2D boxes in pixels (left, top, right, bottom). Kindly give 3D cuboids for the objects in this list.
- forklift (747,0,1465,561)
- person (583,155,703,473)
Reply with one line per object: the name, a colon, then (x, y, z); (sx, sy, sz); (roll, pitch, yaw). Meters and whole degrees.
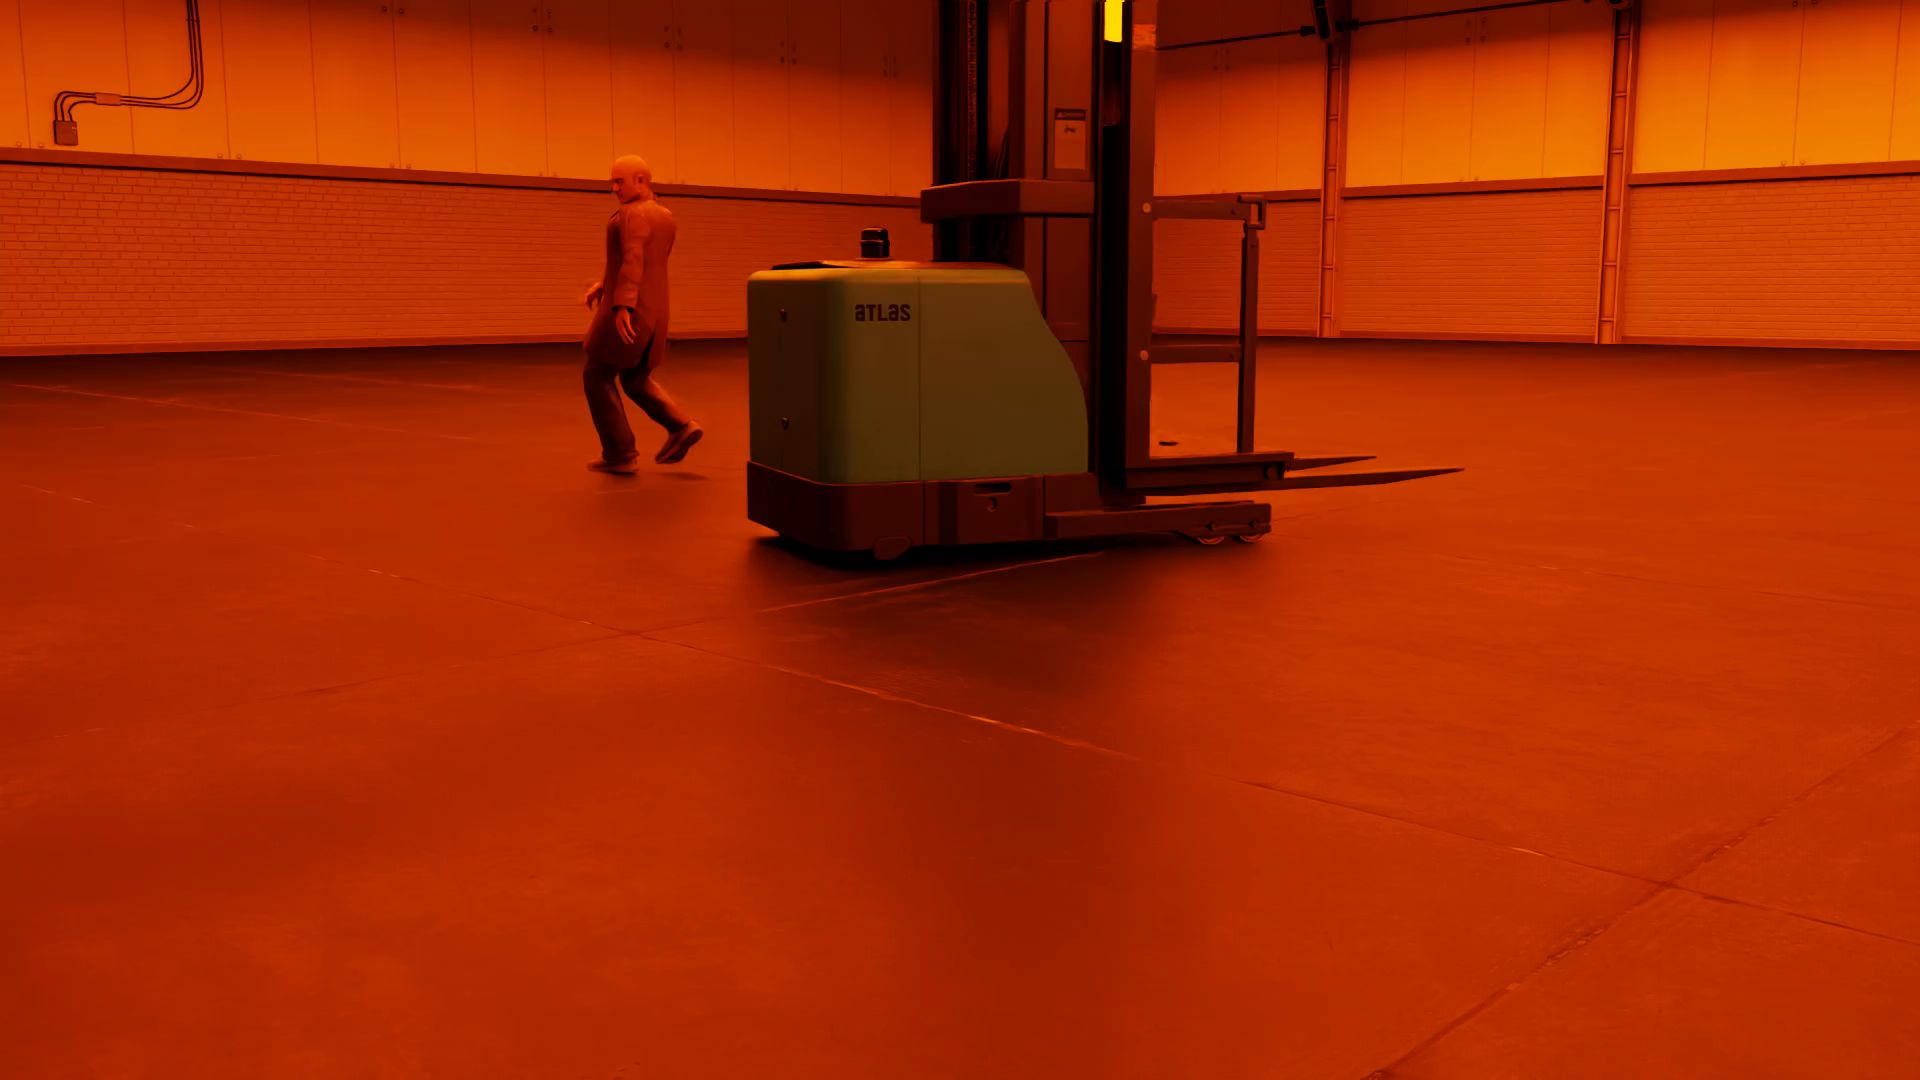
forklift: (0.696, -1.495, 6.802); (3.031, 2.935, 1.130); (-4, 9, -23)
person: (-1.799, -1.211, 9.028); (0.688, 1.720, 0.740); (5, 10, 28)
